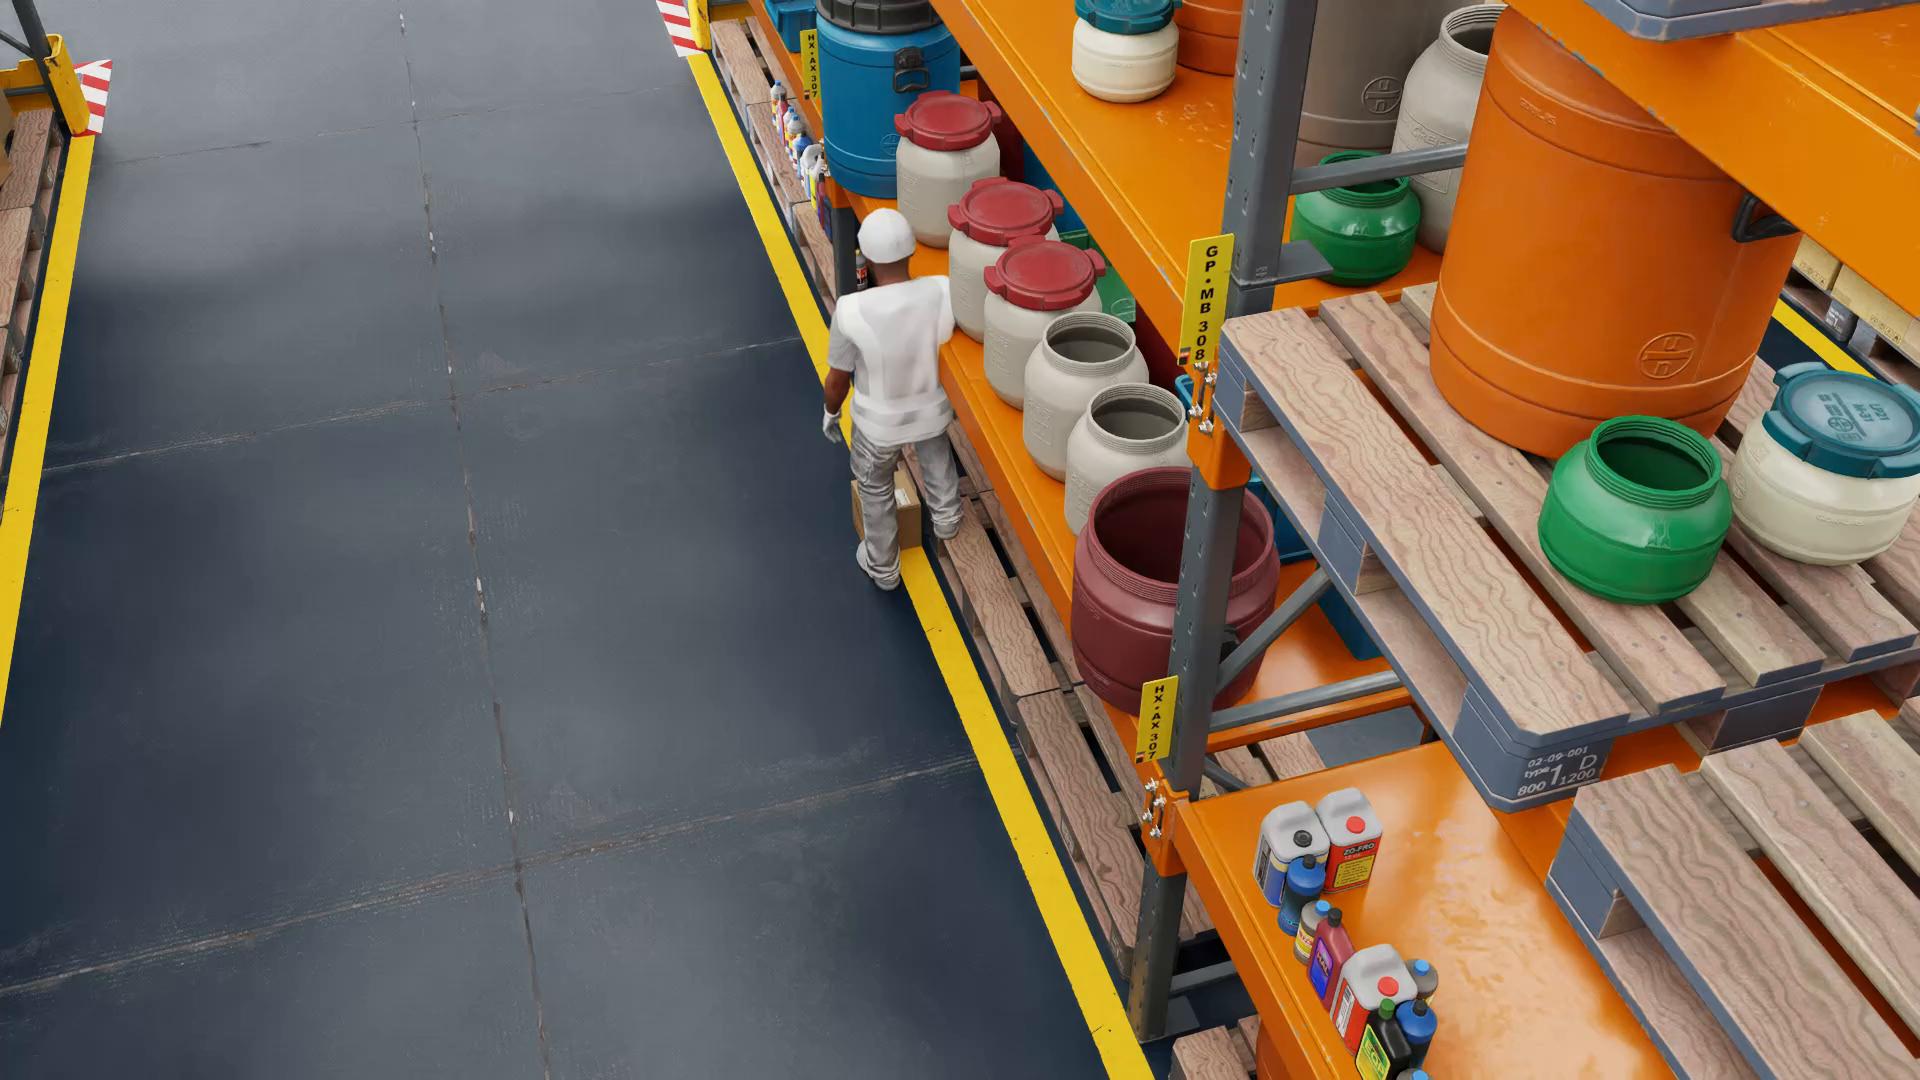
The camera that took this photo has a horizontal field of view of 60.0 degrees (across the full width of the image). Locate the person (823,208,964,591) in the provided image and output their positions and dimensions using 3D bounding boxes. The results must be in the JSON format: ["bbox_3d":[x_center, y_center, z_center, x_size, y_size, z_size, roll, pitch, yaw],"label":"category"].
[{"bbox_3d":[-0.257,-0.566,6.776,0.629,1.783,0.518,-12,43,-14],"label":"person"}]
